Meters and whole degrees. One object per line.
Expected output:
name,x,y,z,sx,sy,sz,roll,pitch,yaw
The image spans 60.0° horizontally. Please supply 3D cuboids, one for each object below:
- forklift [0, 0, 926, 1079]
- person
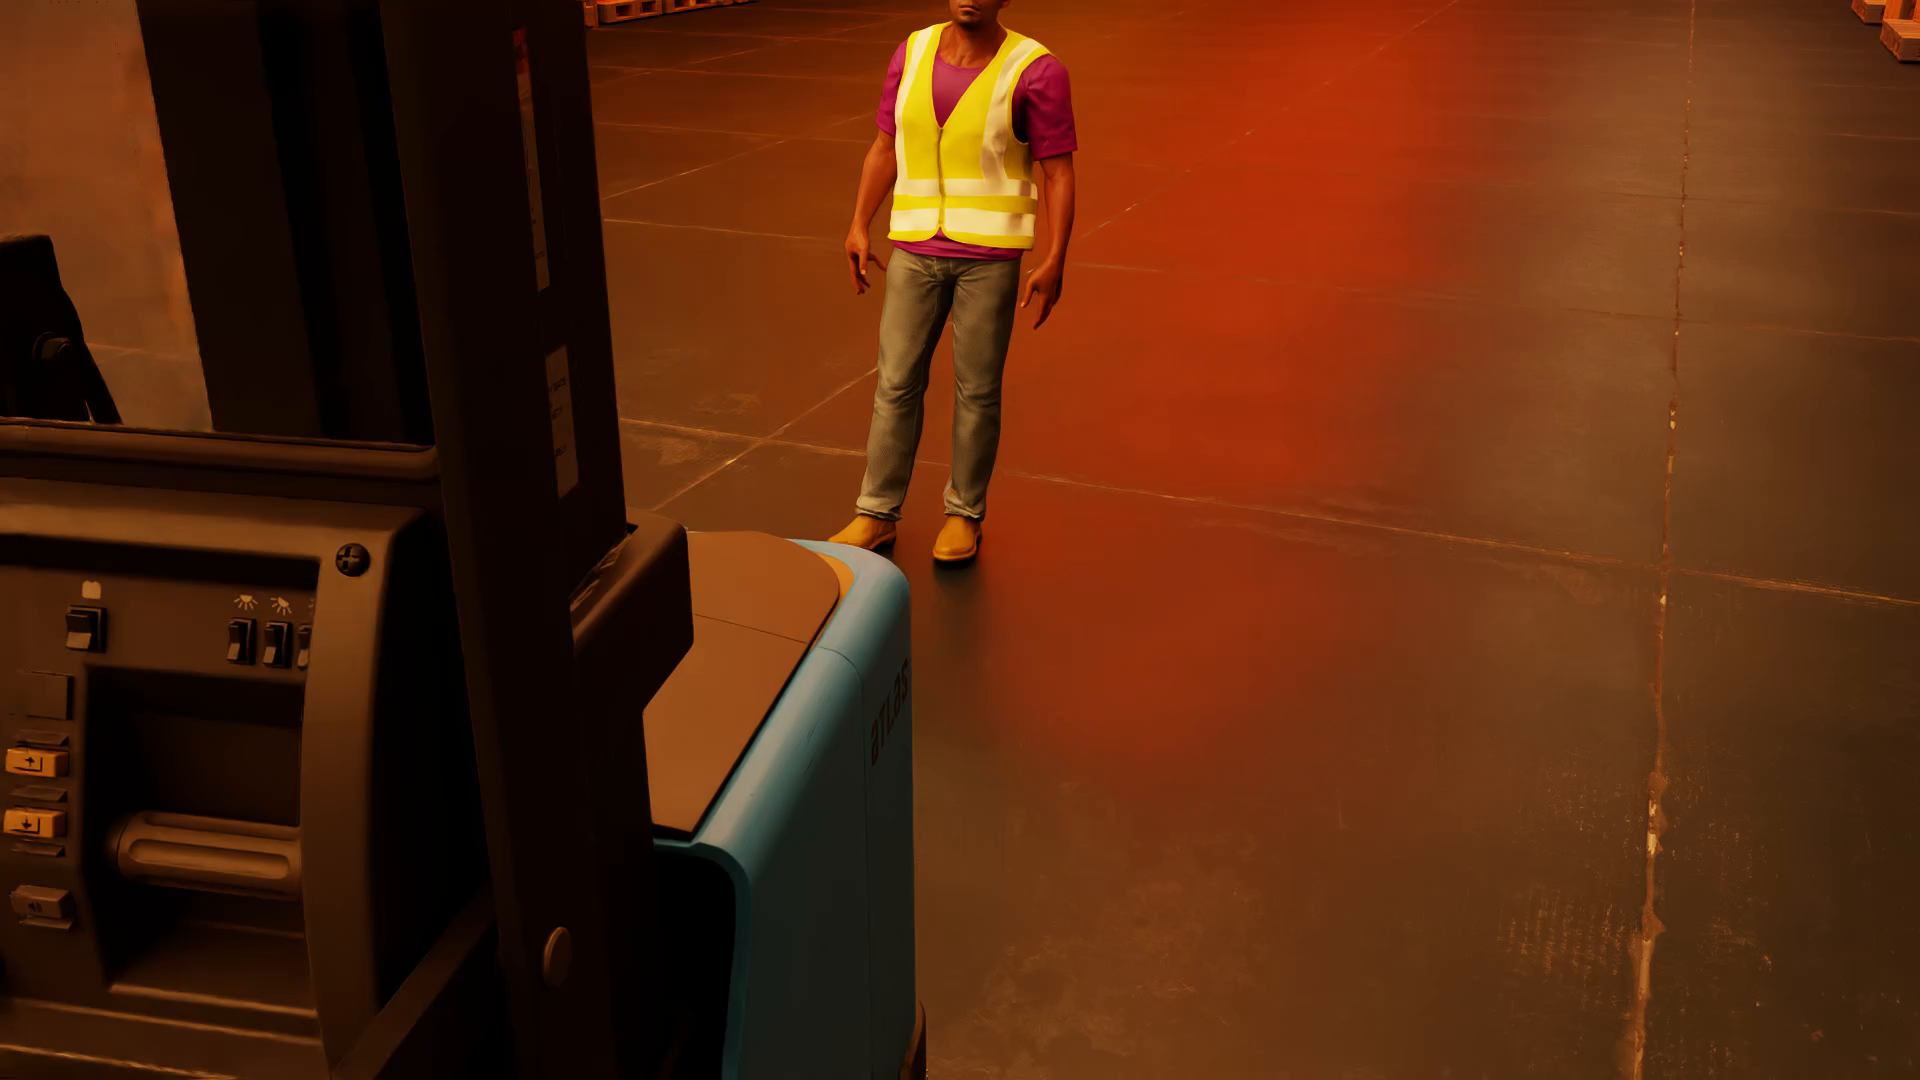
forklift,-0.837,0.167,0.893,1.130,2.935,3.031,4,23,10
person,-0.032,-0.797,4.692,0.665,1.768,0.575,9,24,21
